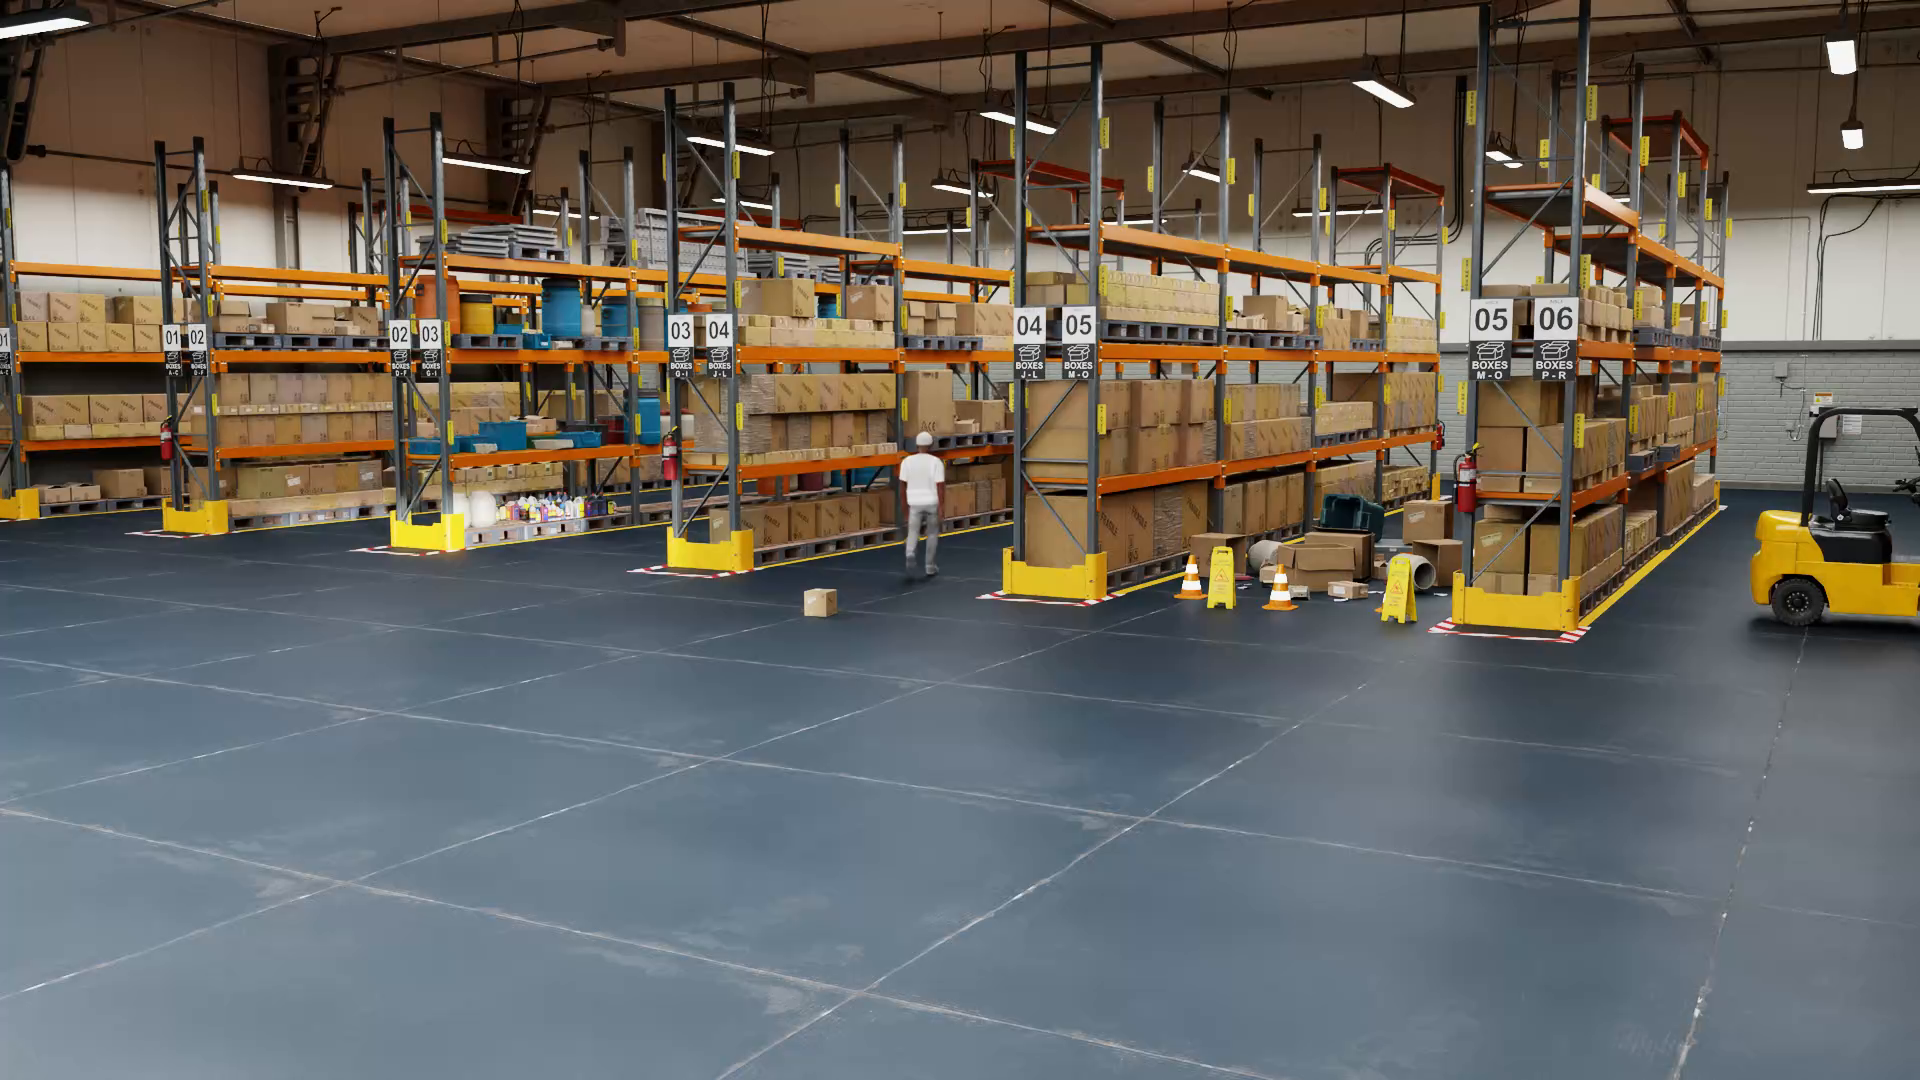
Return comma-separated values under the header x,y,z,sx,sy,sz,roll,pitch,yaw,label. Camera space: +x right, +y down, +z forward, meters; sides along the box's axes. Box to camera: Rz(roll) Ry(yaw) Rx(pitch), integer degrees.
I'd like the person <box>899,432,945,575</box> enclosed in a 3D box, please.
x,y,z,sx,sy,sz,roll,pitch,yaw,label
-0.458,-0.438,20.174,0.568,1.747,0.777,1,6,9,person
